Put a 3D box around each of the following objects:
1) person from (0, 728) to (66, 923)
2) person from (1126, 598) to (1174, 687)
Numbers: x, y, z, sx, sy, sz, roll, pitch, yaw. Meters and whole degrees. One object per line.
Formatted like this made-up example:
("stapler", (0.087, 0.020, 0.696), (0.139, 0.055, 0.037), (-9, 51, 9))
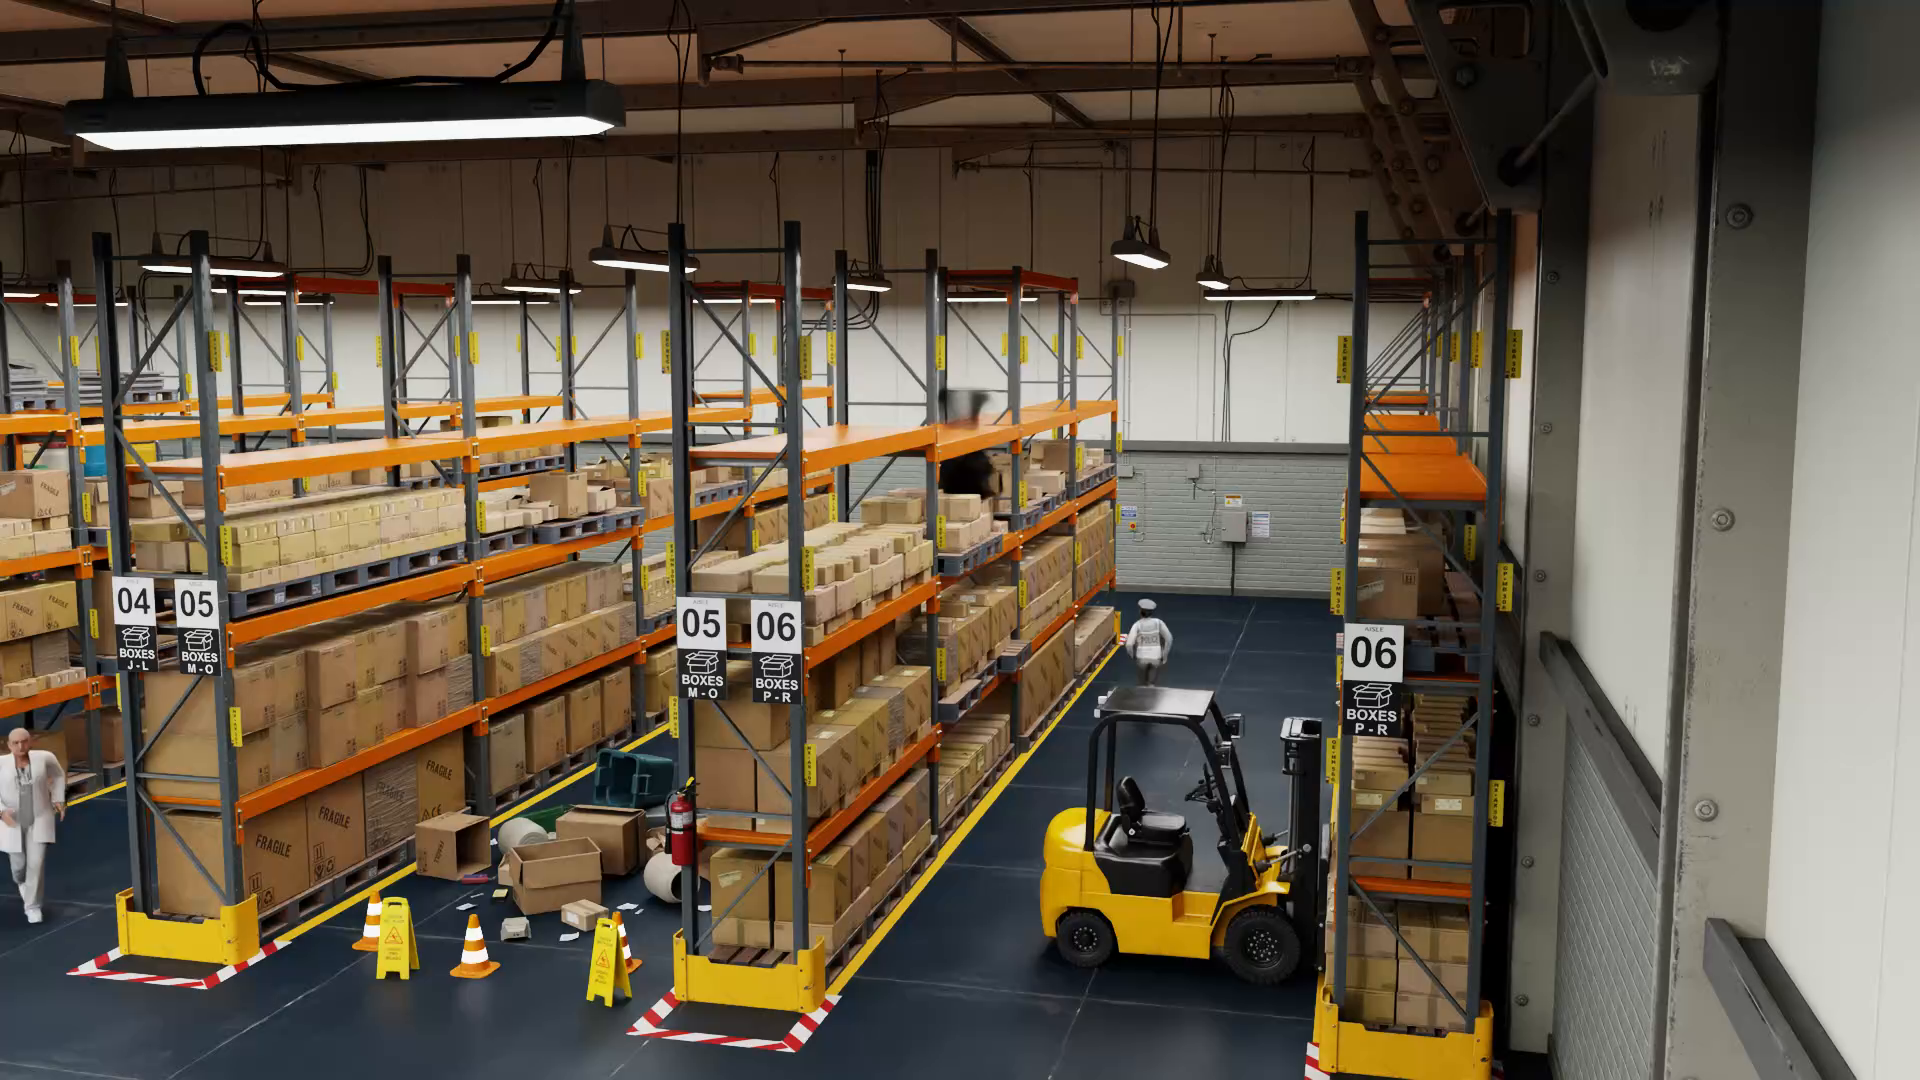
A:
("person", (-8.400, 2.501, 14.917), (0.702, 1.734, 0.867), (-4, 8, -30))
("person", (2.601, 1.630, 22.425), (0.581, 1.642, 0.567), (0, 7, -4))
